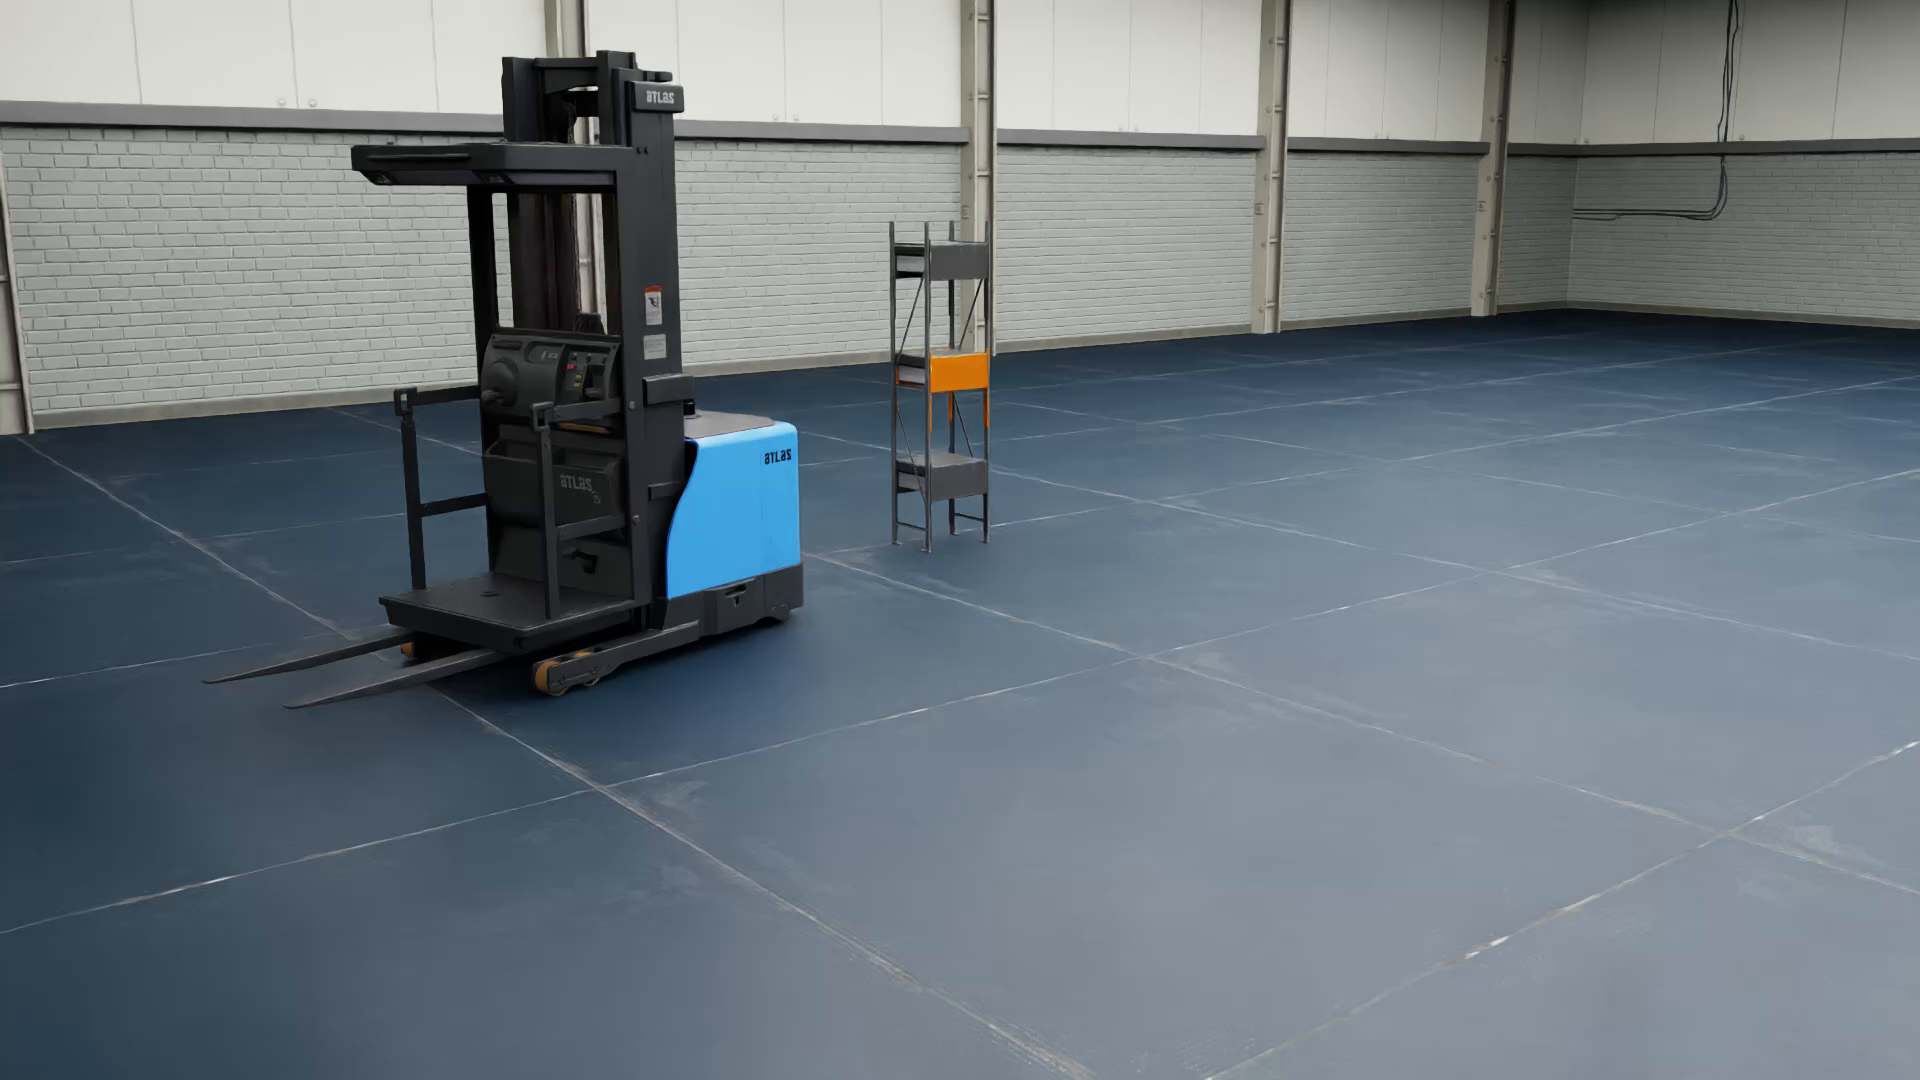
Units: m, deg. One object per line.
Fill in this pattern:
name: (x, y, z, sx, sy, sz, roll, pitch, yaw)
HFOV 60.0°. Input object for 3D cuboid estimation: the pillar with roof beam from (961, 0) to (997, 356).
pillar with roof beam: (2.944, -6.282, 19.047, 0.400, 9.000, 9.100, -9, 15, -38)

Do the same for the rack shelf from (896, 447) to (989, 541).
rack shelf: (-0.129, -0.308, 10.958, 0.480, 0.518, 0.431, -9, 15, -38)

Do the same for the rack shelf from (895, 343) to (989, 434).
rack shelf: (-0.129, -0.992, 10.812, 0.480, 0.518, 0.431, -9, 15, -38)

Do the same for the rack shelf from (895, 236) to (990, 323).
rack shelf: (-0.129, -1.677, 10.667, 0.480, 0.518, 0.431, -9, 15, -38)

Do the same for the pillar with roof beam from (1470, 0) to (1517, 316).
pillar with roof beam: (12.314, -7.839, 26.380, 0.400, 9.000, 9.100, -9, 15, -38)

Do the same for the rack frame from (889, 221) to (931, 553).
rack frame: (-0.320, -0.974, 10.660, 0.015, 2.100, 0.400, -9, 15, -38)

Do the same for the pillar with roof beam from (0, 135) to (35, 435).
pillar with roof beam: (-6.427, -4.725, 11.714, 0.400, 9.000, 9.100, -9, 15, -38)

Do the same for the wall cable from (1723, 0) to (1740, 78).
wall cable: (14.441, -9.218, 28.190, 0.112, 2.526, 3.097, -9, 15, -38)

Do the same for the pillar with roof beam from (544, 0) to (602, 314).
pillar with roof beam: (-1.742, -5.503, 15.381, 0.400, 9.000, 9.100, -9, 15, -38)

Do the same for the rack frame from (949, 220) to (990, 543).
rack frame: (0.061, -1.037, 10.959, 0.015, 2.100, 0.400, -9, 15, -38)

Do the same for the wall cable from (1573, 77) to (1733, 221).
wall cable: (12.751, -7.186, 30.781, 0.112, 2.526, 3.097, -9, 15, -38)

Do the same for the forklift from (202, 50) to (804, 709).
forklift: (-2.127, -0.823, 7.947, 1.130, 2.935, 3.031, 9, 15, 35)

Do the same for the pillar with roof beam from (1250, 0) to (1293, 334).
pillar with roof beam: (7.629, -7.060, 22.714, 0.400, 9.000, 9.100, -9, 15, -38)

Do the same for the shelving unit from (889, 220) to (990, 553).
shelving unit: (-0.129, -1.006, 10.810, 0.503, 2.100, 0.431, -9, 15, -38)
